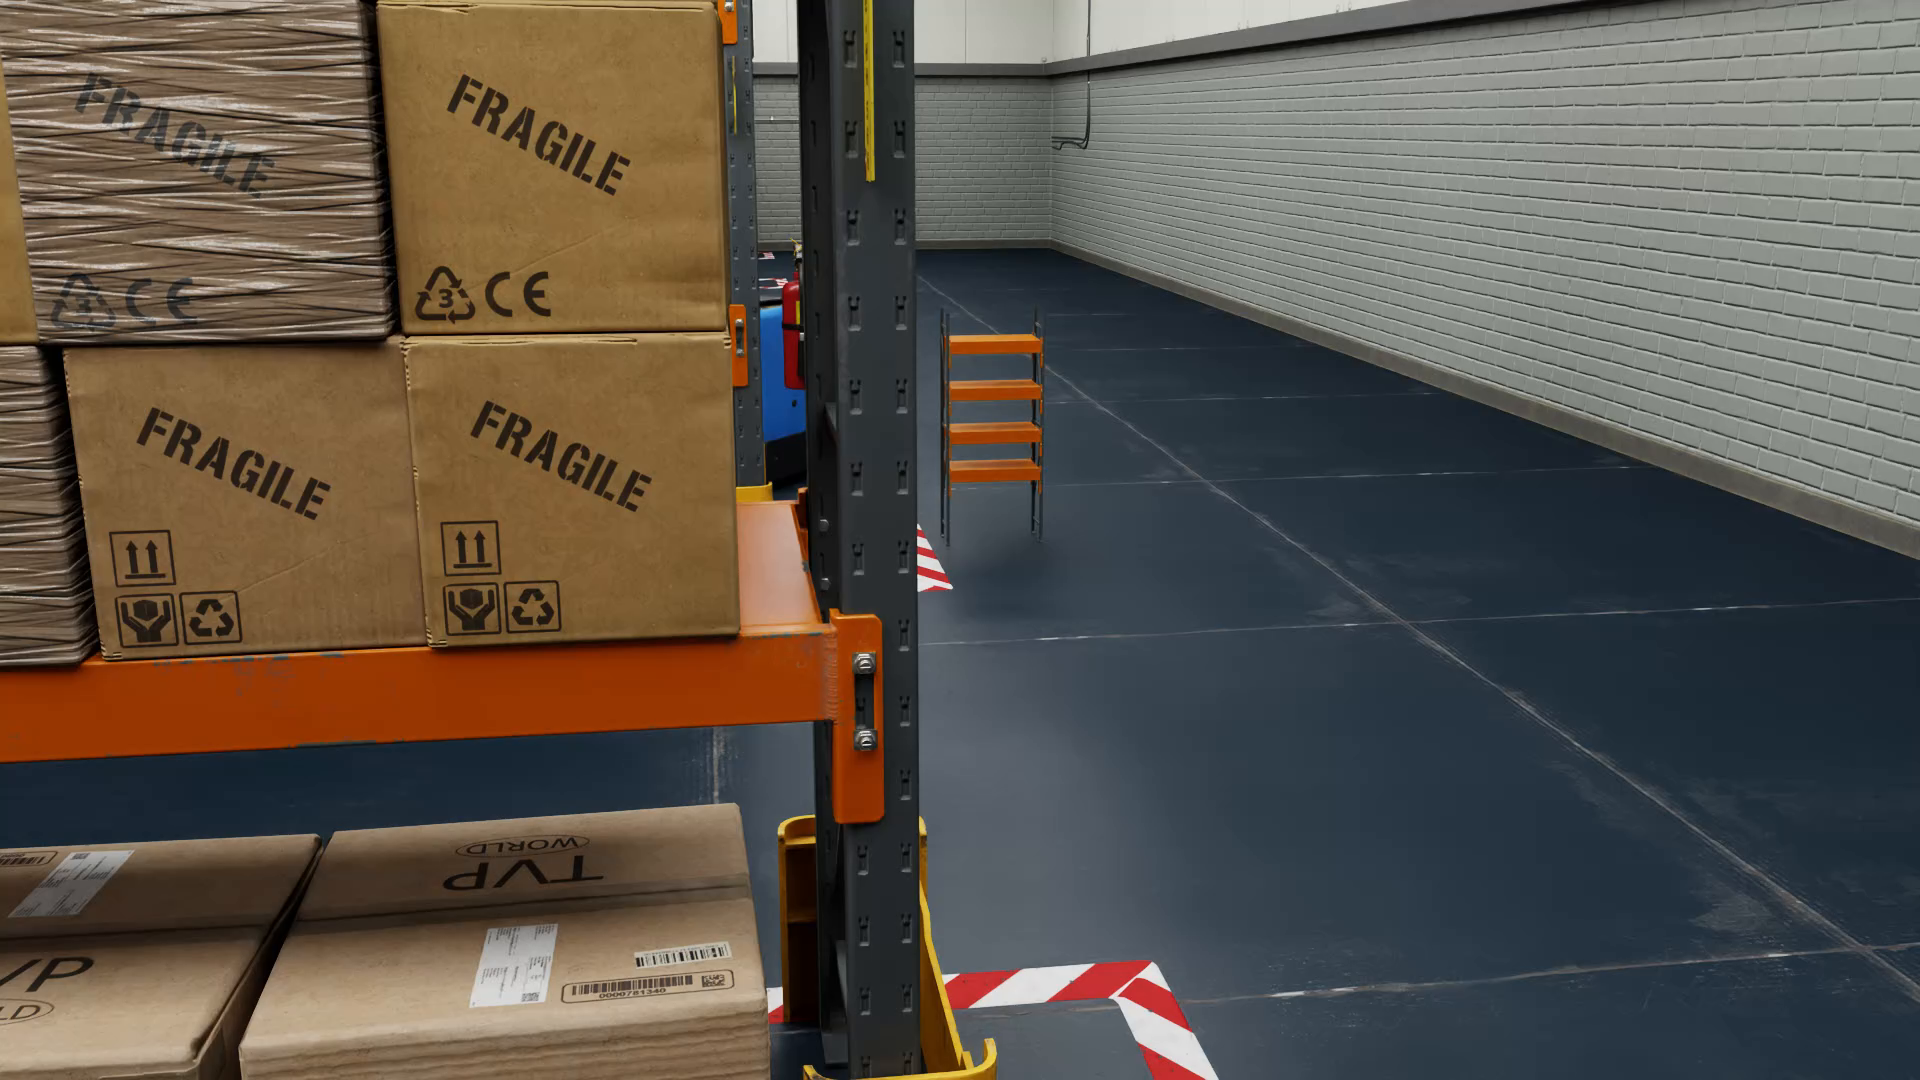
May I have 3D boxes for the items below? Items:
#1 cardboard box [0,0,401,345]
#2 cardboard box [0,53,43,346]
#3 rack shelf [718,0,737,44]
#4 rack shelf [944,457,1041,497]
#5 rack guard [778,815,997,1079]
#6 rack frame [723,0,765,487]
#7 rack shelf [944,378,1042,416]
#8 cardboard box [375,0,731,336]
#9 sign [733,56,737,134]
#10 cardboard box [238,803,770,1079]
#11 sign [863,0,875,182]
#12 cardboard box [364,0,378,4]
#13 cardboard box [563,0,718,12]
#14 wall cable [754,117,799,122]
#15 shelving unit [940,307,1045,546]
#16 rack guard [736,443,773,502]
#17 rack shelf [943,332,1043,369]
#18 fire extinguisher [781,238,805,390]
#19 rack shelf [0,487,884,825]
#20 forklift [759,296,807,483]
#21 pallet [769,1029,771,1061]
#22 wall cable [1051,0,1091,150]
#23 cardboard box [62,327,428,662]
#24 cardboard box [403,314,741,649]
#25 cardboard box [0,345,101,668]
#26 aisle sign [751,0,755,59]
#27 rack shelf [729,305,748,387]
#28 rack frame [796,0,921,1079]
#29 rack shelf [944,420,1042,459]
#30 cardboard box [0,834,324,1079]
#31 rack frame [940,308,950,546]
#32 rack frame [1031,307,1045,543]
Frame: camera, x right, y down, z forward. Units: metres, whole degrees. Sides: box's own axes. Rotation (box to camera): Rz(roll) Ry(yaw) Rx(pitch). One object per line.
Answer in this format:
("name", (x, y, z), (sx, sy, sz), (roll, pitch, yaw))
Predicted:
("cardboard box", (-1.160, -0.599, 2.685), (0.500, 0.500, 0.500), (-2, 14, -8))
("cardboard box", (-1.650, -0.582, 2.616), (0.500, 0.500, 0.500), (-2, 14, -9))
("rack shelf", (-3.021, -2.387, 7.387), (4.000, 0.370, 1.077), (-2, 14, -8))
("rack shelf", (0.164, -0.330, 8.664), (0.480, 0.148, 0.258), (-2, 14, -8))
("rack guard", (-0.183, 1.045, 3.528), (0.348, 0.500, 1.175), (-2, 14, -8))
("rack frame", (-1.044, -1.354, 7.953), (0.127, 3.000, 1.000), (-2, 14, -8))
("rack shelf", (0.164, -0.740, 8.562), (0.480, 0.148, 0.258), (-2, 14, -8))
("cardboard box", (-0.648, -0.625, 2.788), (0.500, 0.500, 0.500), (-2, 14, -6))
("sign", (-0.981, -1.934, 7.239), (0.005, 0.325, 0.100), (-2, 14, -8))
("cardboard box", (-0.844, 0.920, 3.290), (0.875, 0.438, 0.875), (-3, 14, -10))
("sign", (-0.139, -0.712, 2.528), (0.005, 0.325, 0.100), (-2, 14, -8))
("cardboard box", (-1.021, -0.909, 2.586), (0.250, 0.149, 0.380), (-2, 14, -9))
("cardboard box", (-0.531, -0.954, 2.764), (0.250, 0.149, 0.380), (-2, 14, -8))
("wall cable", (-2.771, -6.892, 27.947), (1.851, 1.984, 0.084), (-2, 14, -8))
("shelving unit", (0.164, -0.588, 8.600), (0.503, 1.200, 0.258), (-2, 14, -8))
("rack guard", (-1.119, -0.139, 8.247), (0.348, 0.500, 1.175), (-2, 14, -8))
("rack shelf", (0.164, -0.969, 8.504), (0.480, 0.148, 0.258), (-2, 14, -8))
("fire extinguisher", (-0.726, -1.033, 7.602), (0.183, 0.674, 0.296), (-2, 14, -8))
("rack shelf", (-2.184, 0.255, 3.019), (4.000, 0.370, 1.077), (-2, 14, -8))
("forklift", (-2.337, -1.918, 10.345), (3.031, 2.935, 1.130), (8, 16, 28))
("pallet", (-0.985, 1.234, 3.369), (1.213, 0.211, 1.003), (-2, 14, -8))
("wall cable", (1.750, -7.648, 27.101), (0.112, 2.526, 3.097), (-2, 14, -8))
("cardboard box", (-1.142, -0.120, 2.826), (0.500, 0.500, 0.500), (-2, 14, -9))
("cardboard box", (-0.644, -0.134, 2.885), (0.500, 0.500, 0.500), (-2, 14, -8))
("cardboard box", (-1.650, -0.099, 2.743), (0.500, 0.500, 0.500), (-2, 14, -7))
("aisle sign", (-0.927, -2.545, 7.360), (0.004, 0.787, 0.394), (-2, 14, -8))
("rack shelf", (-3.021, -0.932, 7.752), (4.000, 0.370, 1.077), (-2, 14, -8))
("rack frame", (-0.206, -0.167, 3.220), (0.127, 3.000, 1.000), (-2, 14, -8))
("rack shelf", (0.164, -0.523, 8.616), (0.480, 0.148, 0.258), (-2, 14, -8))
("cardboard box", (-1.748, 0.956, 3.149), (0.875, 0.438, 0.875), (-2, 14, -7))
("rack frame", (-0.078, -0.579, 8.565), (0.015, 1.200, 0.240), (-2, 14, -8))
("rack frame", (0.405, -0.597, 8.635), (0.015, 1.200, 0.240), (-2, 14, -8))
